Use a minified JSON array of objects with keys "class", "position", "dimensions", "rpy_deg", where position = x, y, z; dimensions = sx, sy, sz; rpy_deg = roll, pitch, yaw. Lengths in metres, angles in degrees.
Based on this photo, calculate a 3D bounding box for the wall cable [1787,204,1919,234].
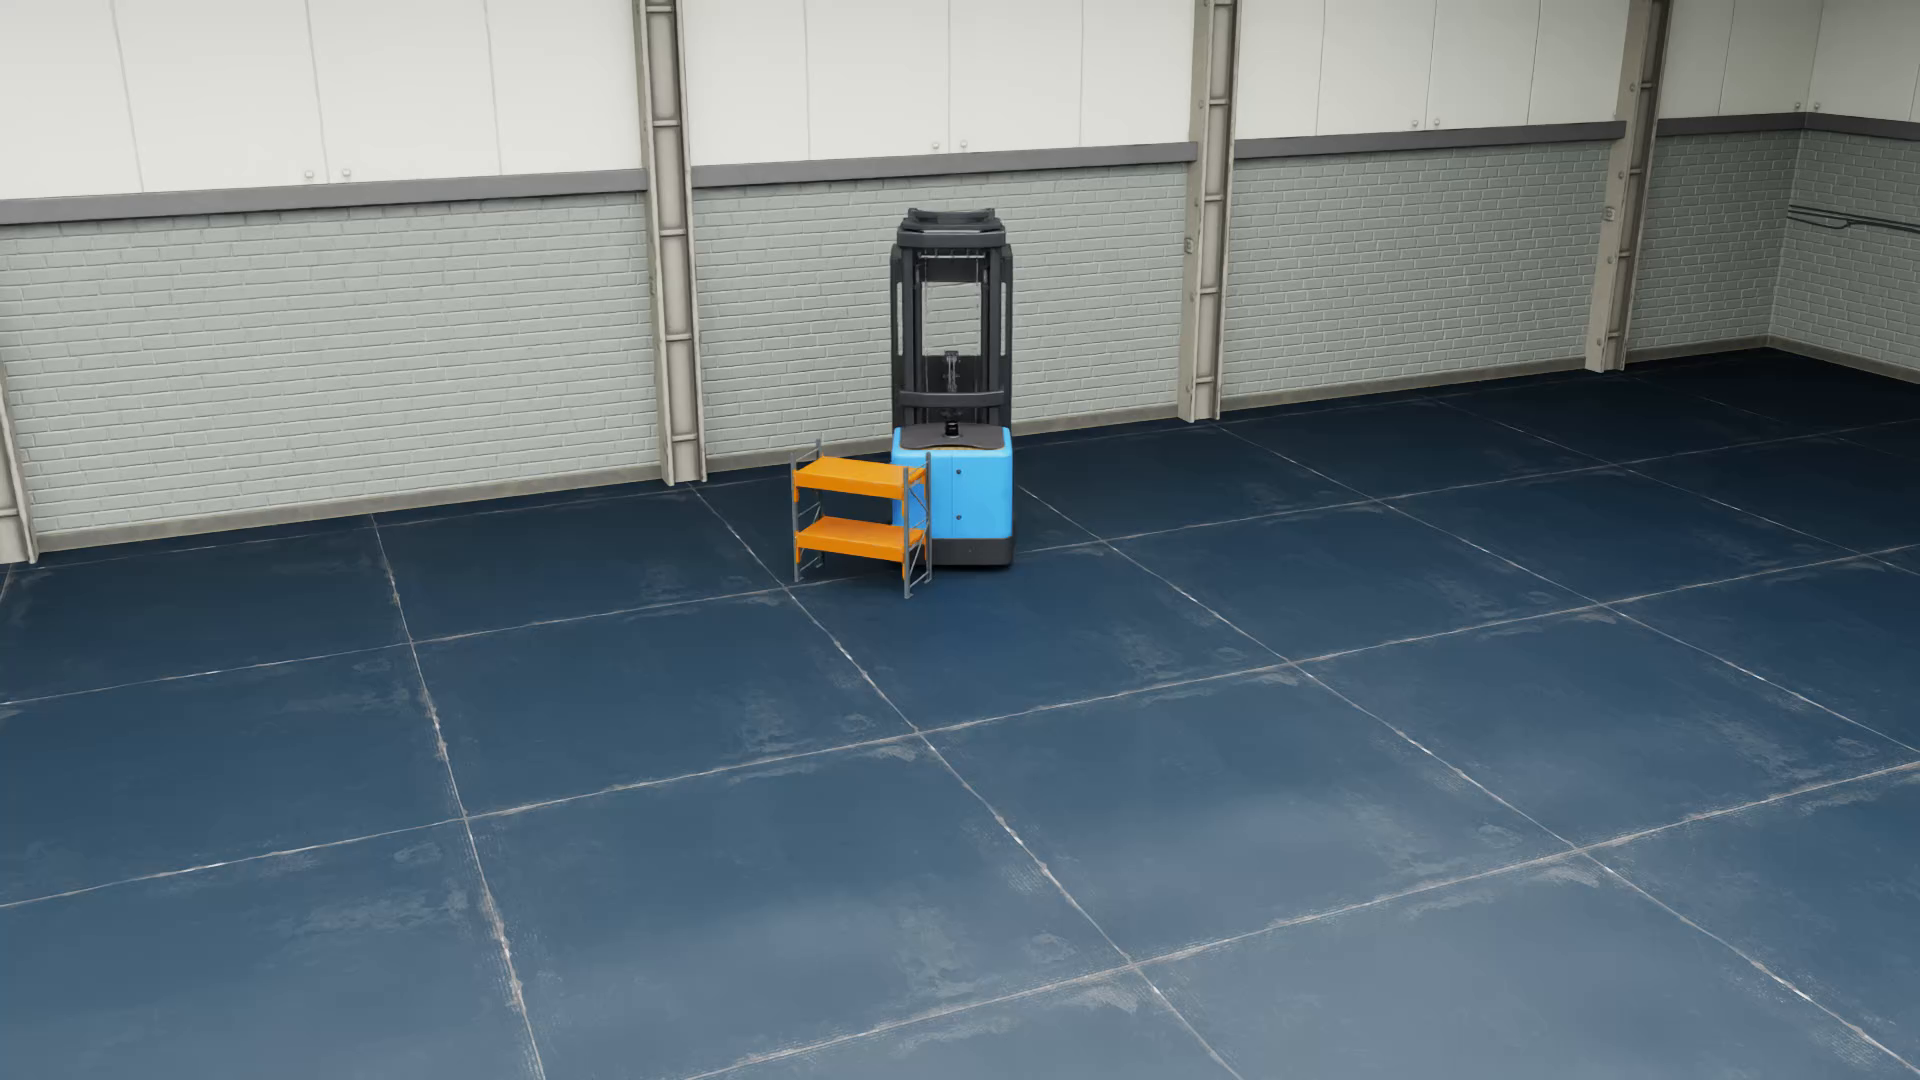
[{"class":"wall cable","position":[11.463,-4.955,20.254],"dimensions":[0.112,2.526,3.097],"rpy_deg":[-8,21,-22]}]

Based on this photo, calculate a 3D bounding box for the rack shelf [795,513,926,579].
[{"class":"rack shelf","position":[-0.817,0.044,13.973],"dimensions":[1.000,0.278,0.538],"rpy_deg":[8,21,21]}]

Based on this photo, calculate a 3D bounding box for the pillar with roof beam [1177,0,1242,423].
[{"class":"pillar with roof beam","position":[4.430,-4.333,13.813],"dimensions":[0.400,9.000,9.100],"rpy_deg":[-8,21,-22]}]

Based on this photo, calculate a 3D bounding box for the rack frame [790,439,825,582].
[{"class":"rack frame","position":[-1.287,-0.251,14.075],"dimensions":[0.032,1.125,0.500],"rpy_deg":[8,21,21]}]

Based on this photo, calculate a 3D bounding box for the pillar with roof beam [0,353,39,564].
[{"class":"pillar with roof beam","position":[-6.588,-2.755,9.329],"dimensions":[0.400,9.000,9.100],"rpy_deg":[-8,21,-22]}]

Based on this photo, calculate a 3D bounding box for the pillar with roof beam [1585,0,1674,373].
[{"class":"pillar with roof beam","position":[9.940,-5.123,16.054],"dimensions":[0.400,9.000,9.100],"rpy_deg":[-8,21,-22]}]

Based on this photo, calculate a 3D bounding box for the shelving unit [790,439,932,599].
[{"class":"shelving unit","position":[-0.817,-0.187,13.891],"dimensions":[1.048,1.125,0.538],"rpy_deg":[8,21,21]}]

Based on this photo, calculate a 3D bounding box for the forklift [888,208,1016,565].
[{"class":"forklift","position":[-0.078,-1.603,15.195],"dimensions":[1.130,2.935,3.031],"rpy_deg":[0,19,0]}]

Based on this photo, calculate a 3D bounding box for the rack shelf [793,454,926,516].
[{"class":"rack shelf","position":[-0.817,-0.463,13.794],"dimensions":[1.000,0.278,0.538],"rpy_deg":[8,21,21]}]

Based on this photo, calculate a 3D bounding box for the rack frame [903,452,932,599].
[{"class":"rack frame","position":[-0.348,-0.122,13.707],"dimensions":[0.032,1.125,0.500],"rpy_deg":[8,21,21]}]

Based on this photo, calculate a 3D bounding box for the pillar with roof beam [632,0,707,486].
[{"class":"pillar with roof beam","position":[-1.079,-3.544,11.571],"dimensions":[0.400,9.000,9.100],"rpy_deg":[-8,21,-22]}]
